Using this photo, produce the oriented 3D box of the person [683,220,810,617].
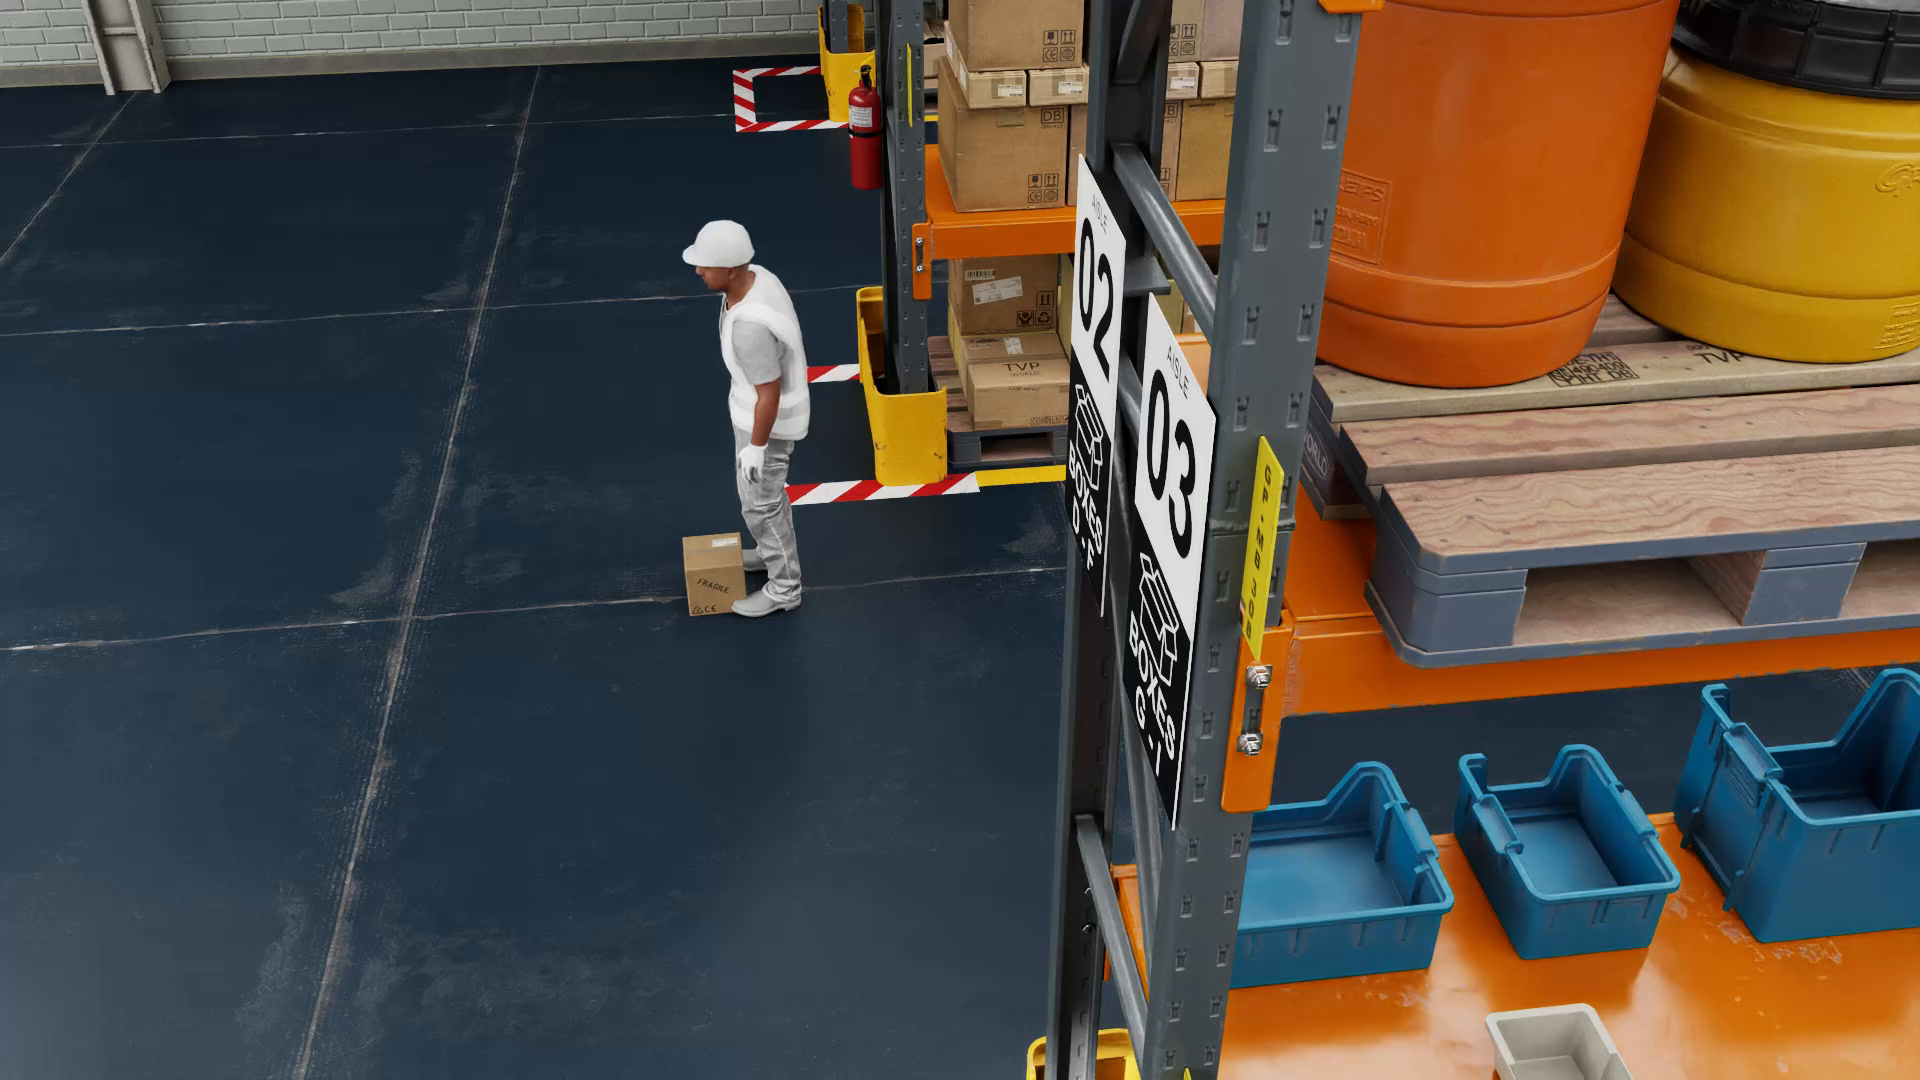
[{"bbox_3d":[-0.846,-0.503,6.866,0.453,1.774,0.620,-5,35,-7],"label":"person"}]
